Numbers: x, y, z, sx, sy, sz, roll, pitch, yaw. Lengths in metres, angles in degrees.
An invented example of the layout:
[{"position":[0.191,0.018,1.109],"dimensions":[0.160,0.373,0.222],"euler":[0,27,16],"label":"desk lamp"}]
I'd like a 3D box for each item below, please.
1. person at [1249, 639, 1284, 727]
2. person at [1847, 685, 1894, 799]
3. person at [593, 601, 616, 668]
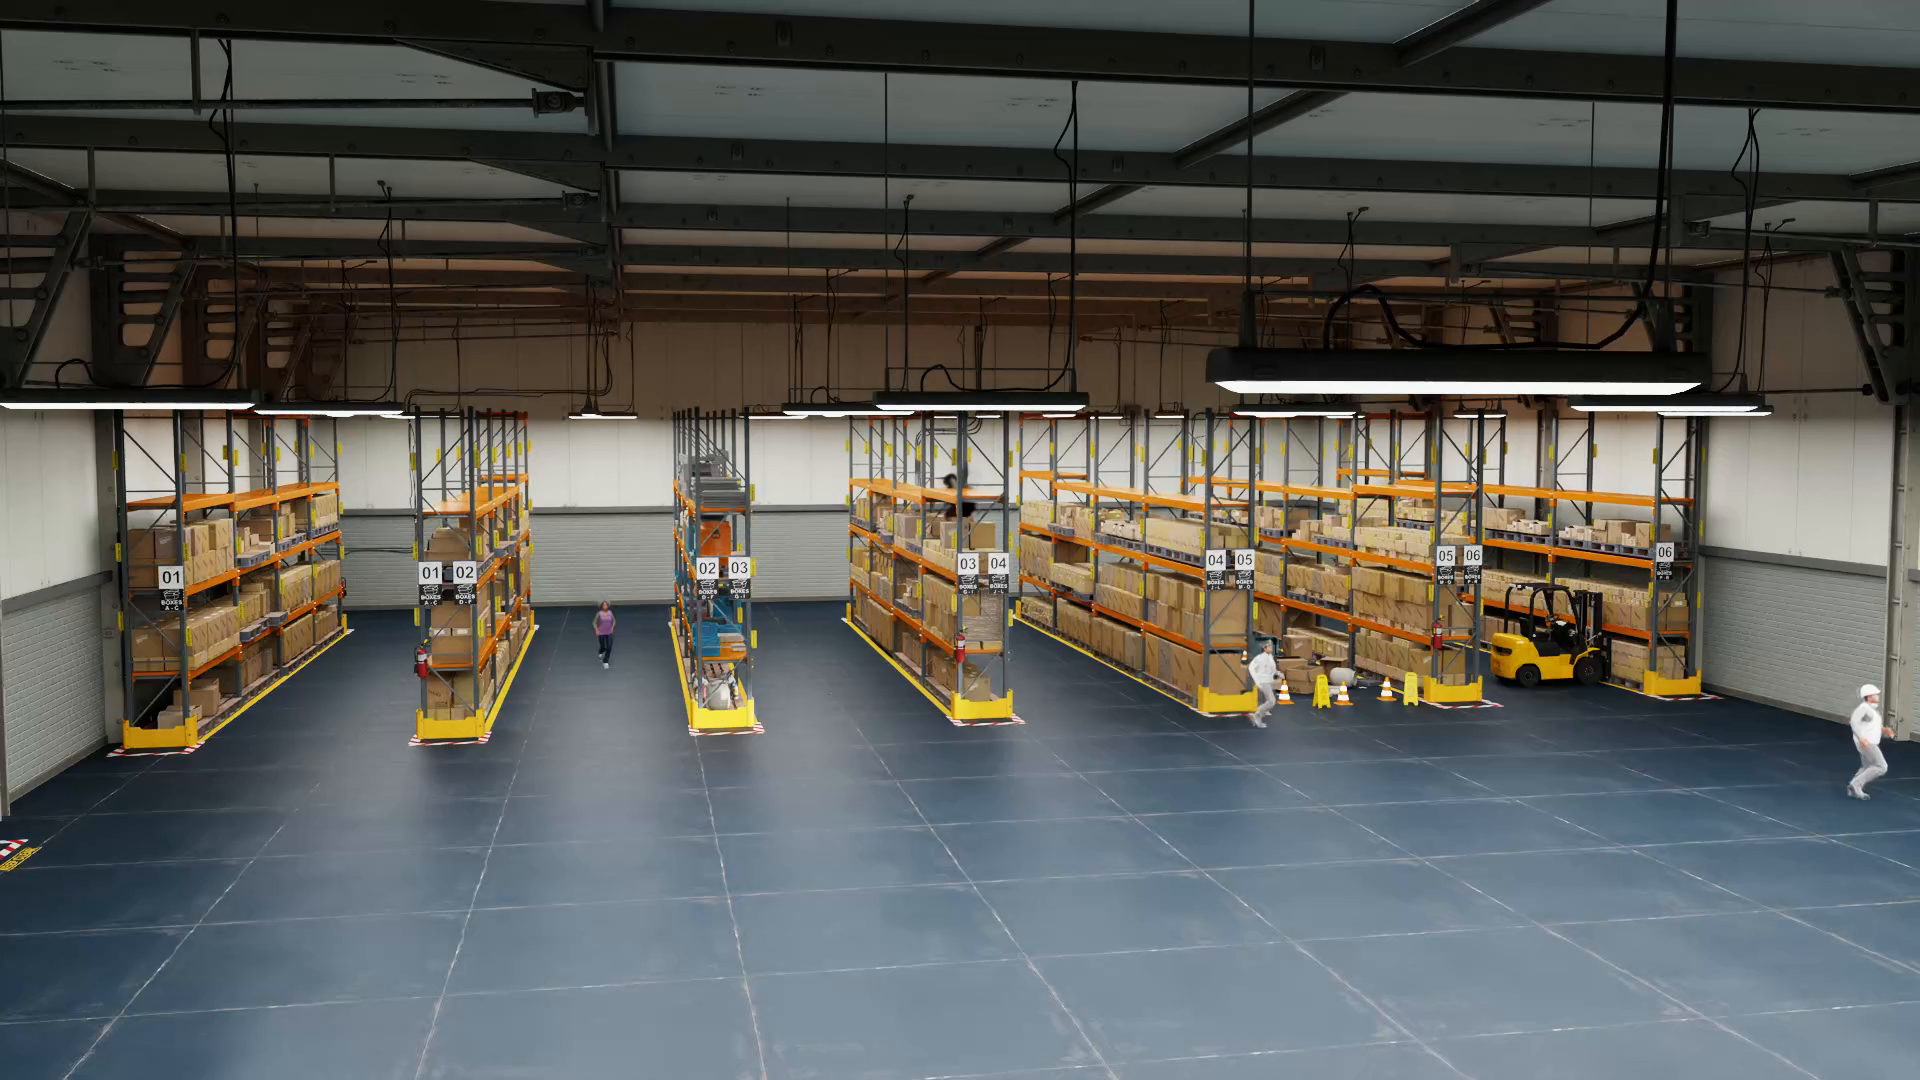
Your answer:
[{"position":[5.753,2.678,31.073],"dimensions":[0.570,1.666,0.624],"euler":[3,5,37],"label":"person"},{"position":[13.795,3.058,25.173],"dimensions":[0.601,1.740,0.667],"euler":[3,5,32],"label":"person"},{"position":[-8.277,2.210,38.785],"dimensions":[0.537,1.541,0.549],"euler":[-2,4,-23],"label":"person"}]
